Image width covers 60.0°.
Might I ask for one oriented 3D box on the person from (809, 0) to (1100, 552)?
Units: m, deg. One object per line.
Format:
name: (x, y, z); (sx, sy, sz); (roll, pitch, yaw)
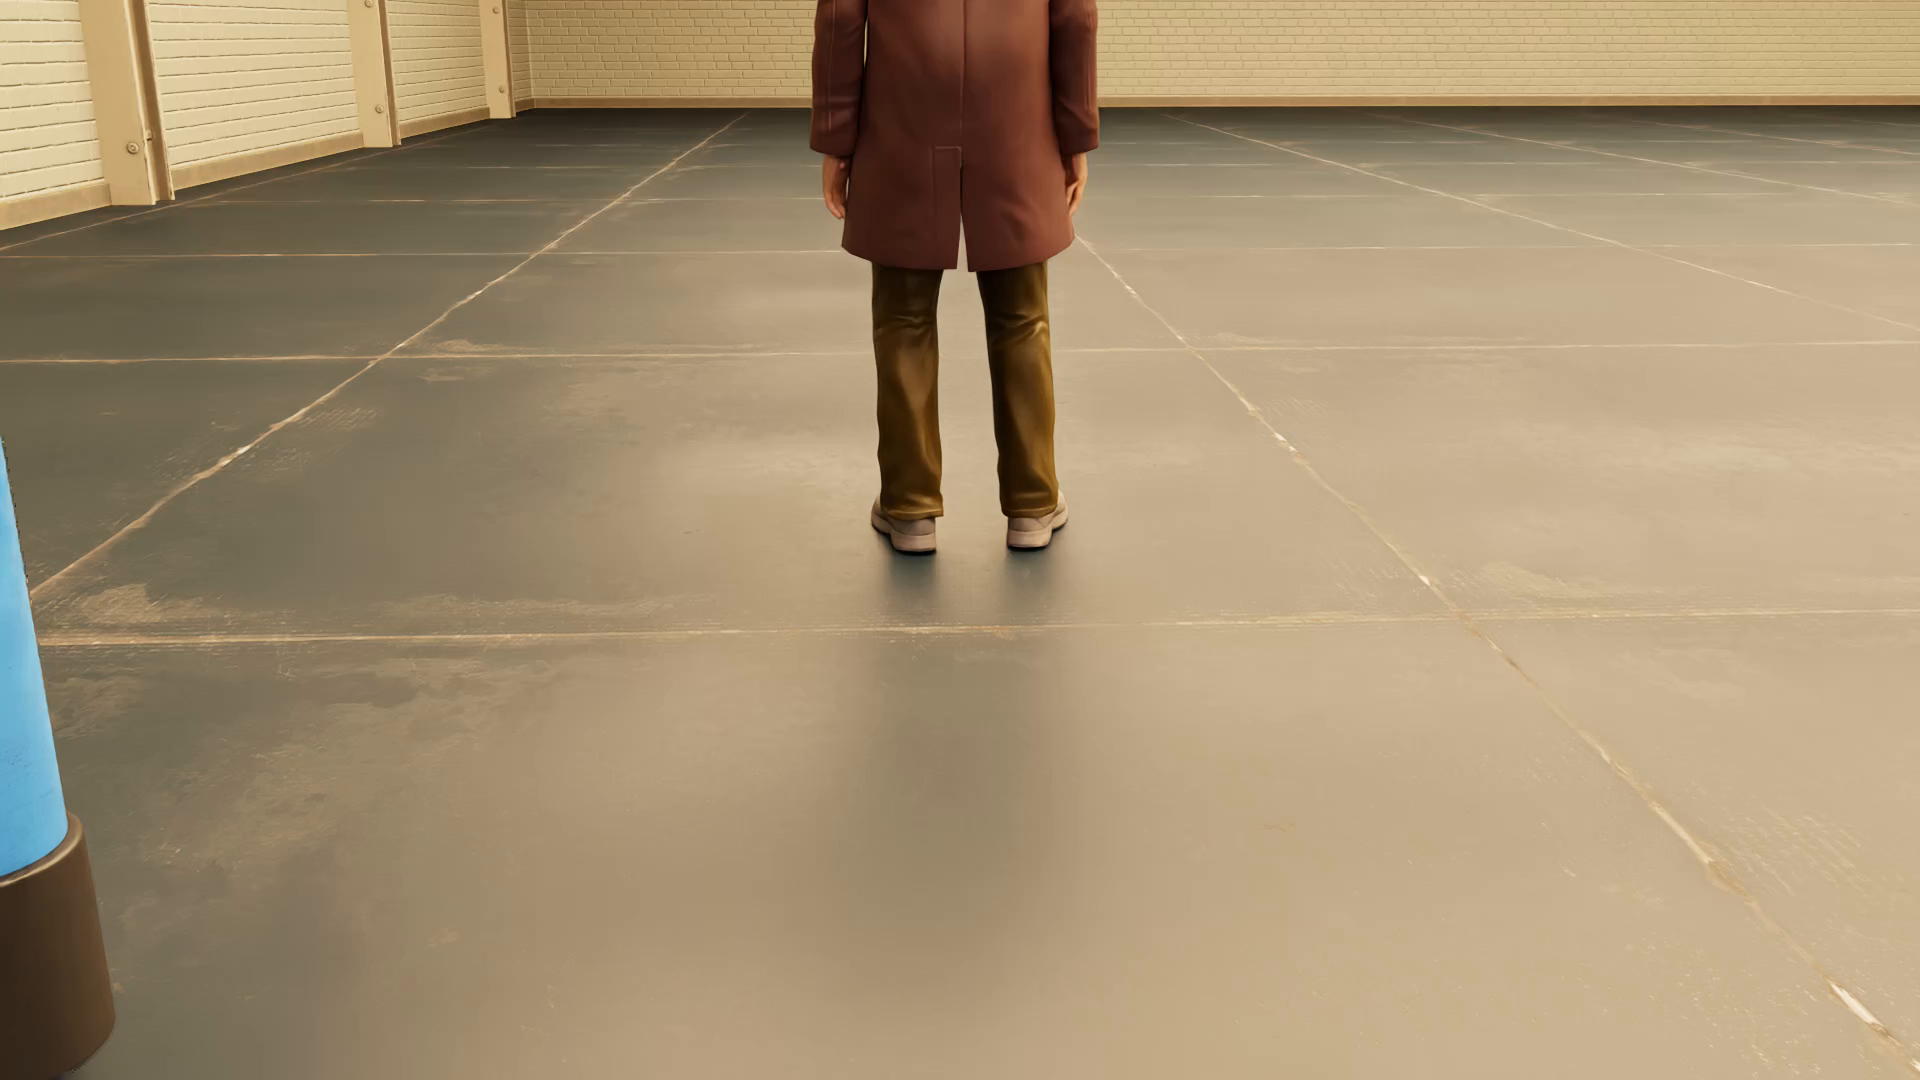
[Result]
person: (-0.011, -0.857, 3.688); (0.644, 1.773, 0.431); (-1, 17, -5)
